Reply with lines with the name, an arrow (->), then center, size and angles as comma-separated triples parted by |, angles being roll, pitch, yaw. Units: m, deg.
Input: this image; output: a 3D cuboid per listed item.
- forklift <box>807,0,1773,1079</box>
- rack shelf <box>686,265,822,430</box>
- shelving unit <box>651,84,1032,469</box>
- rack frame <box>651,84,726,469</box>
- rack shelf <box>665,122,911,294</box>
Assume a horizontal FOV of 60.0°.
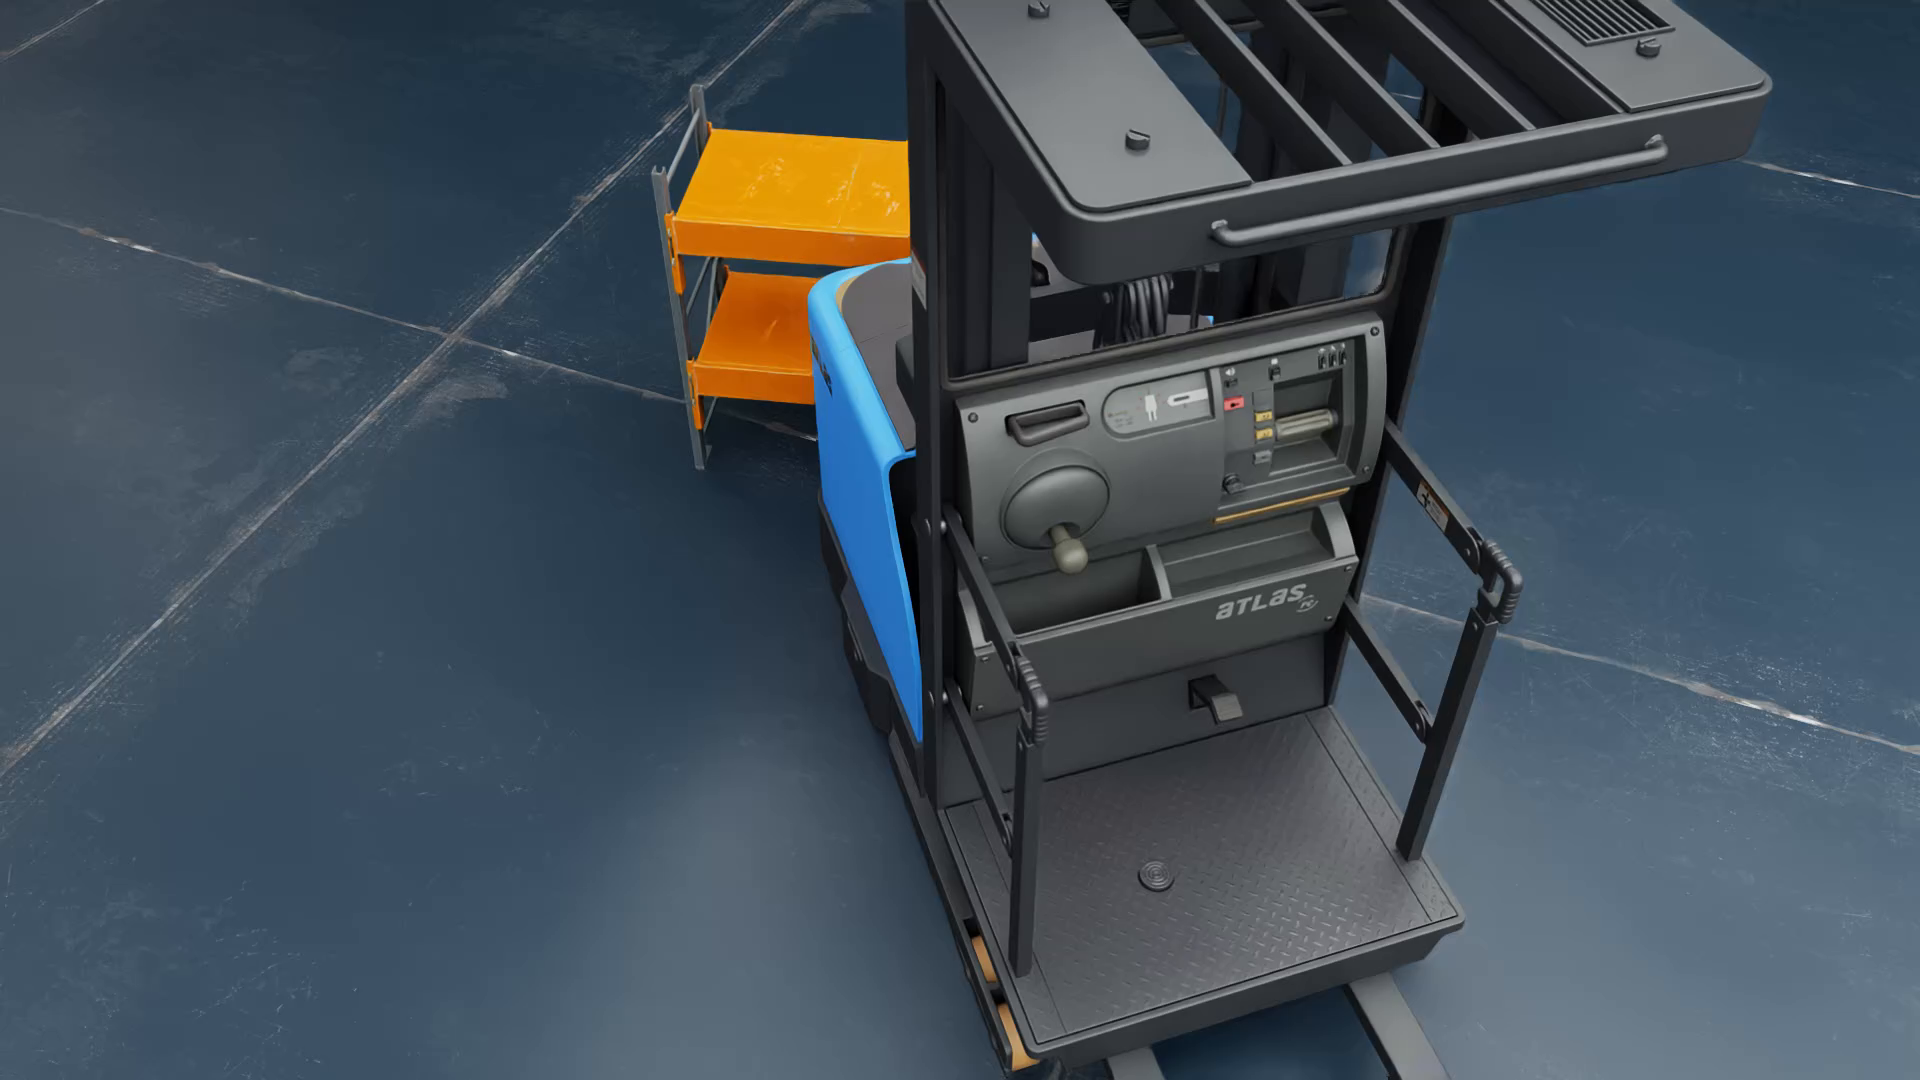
forklift -> 0.520, -0.104, 3.277 | 1.130, 2.935, 3.031 | -13, 46, -13
rack shelf -> -0.322, -0.590, 5.392 | 1.000, 0.278, 0.538 | 5, 45, 5
shelving unit -> -0.322, -0.764, 5.220 | 1.048, 1.125, 0.538 | 5, 45, 5
rack frame -> -0.827, -0.808, 5.265 | 0.032, 1.125, 0.500 | 5, 45, 5
rack shelf -> -0.322, -0.971, 5.014 | 1.000, 0.278, 0.538 | 5, 45, 5
